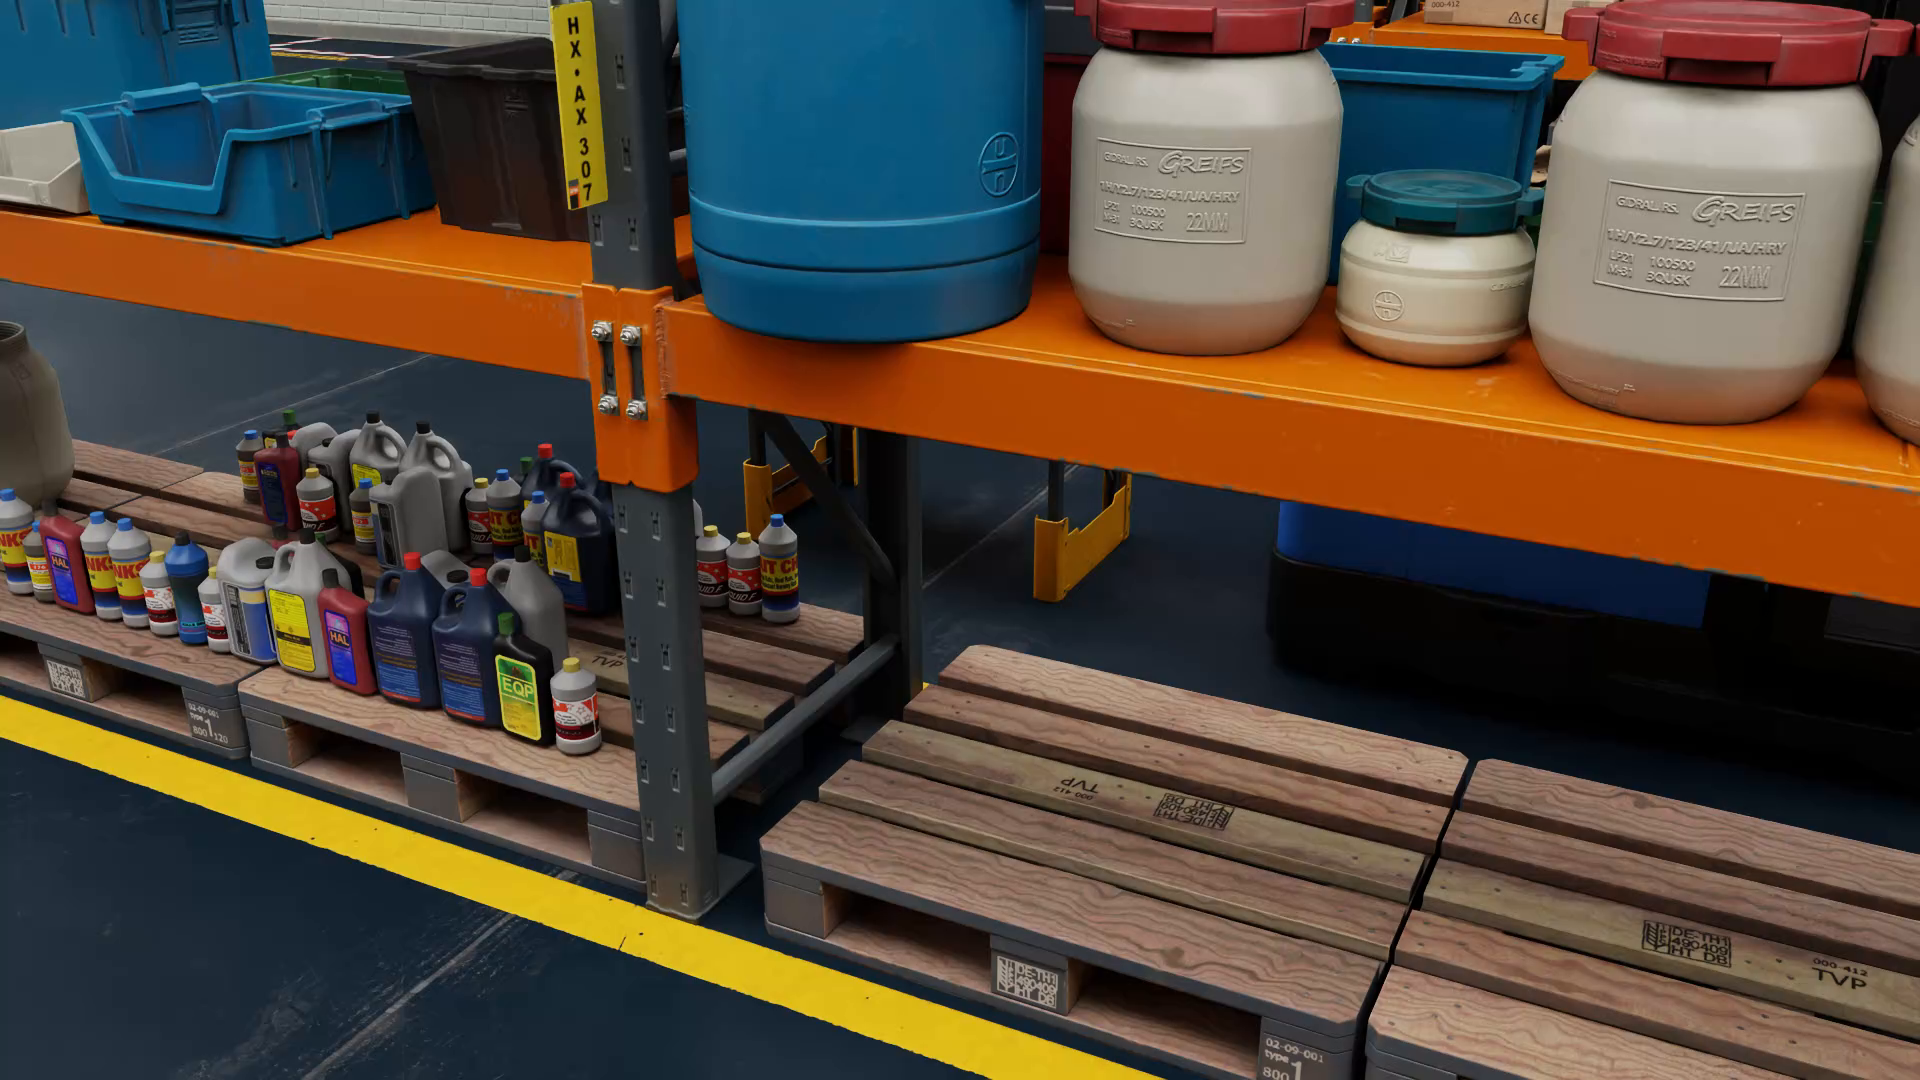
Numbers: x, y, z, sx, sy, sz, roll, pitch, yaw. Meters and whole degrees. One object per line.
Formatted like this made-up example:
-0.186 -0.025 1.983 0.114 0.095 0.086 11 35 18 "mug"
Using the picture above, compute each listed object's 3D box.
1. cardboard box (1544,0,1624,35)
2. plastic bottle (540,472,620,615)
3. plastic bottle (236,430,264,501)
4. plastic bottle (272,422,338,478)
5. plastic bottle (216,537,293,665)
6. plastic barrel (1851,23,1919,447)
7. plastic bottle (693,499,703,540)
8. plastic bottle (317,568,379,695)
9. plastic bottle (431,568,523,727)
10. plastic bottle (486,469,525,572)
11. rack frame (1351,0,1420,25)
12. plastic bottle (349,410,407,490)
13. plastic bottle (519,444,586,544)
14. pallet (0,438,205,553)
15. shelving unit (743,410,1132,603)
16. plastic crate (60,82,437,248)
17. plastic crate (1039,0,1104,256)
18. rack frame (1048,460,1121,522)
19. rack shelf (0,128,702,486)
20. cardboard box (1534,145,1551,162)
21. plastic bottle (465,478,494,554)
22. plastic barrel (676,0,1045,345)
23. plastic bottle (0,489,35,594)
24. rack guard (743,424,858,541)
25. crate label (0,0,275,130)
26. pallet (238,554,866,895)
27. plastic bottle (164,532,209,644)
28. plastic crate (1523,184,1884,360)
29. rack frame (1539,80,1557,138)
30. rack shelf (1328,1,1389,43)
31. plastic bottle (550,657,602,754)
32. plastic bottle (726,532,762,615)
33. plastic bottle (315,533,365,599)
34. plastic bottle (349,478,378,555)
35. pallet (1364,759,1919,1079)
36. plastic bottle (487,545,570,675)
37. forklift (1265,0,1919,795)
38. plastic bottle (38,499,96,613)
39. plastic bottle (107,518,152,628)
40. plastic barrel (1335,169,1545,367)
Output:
2.568 -2.164 6.826 0.250 0.149 0.380 11 25 25 "cardboard box"
-0.967 0.002 4.236 0.185 0.351 0.144 11 25 25 "plastic bottle"
-2.102 -0.228 4.966 0.097 0.201 0.097 0 23 0 "plastic bottle"
-1.889 -0.208 4.824 0.135 0.276 0.152 11 26 25 "plastic bottle"
-1.676 0.139 4.009 0.135 0.276 0.152 12 26 25 "plastic bottle"
1.427 -0.389 2.158 0.433 0.535 0.433 0 23 0 "plastic barrel"
-0.756 0.016 4.297 0.135 0.276 0.152 12 26 26 "plastic bottle"
-1.409 0.208 3.836 0.133 0.283 0.061 13 26 28 "plastic bottle"
-1.074 0.226 3.709 0.185 0.351 0.144 10 25 23 "plastic bottle"
-1.219 -0.059 4.479 0.097 0.271 0.097 0 23 0 "plastic bottle"
1.869 -2.507 7.313 0.127 3.000 1.000 11 25 25 "rack frame"
-1.616 -0.190 4.687 0.185 0.351 0.144 12 26 27 "plastic bottle"
-1.071 -0.082 4.433 0.185 0.351 0.144 10 25 22 "plastic bottle"
-3.127 -0.059 5.118 1.213 0.211 1.003 11 25 25 "pallet"
-0.068 -0.704 4.988 1.083 1.500 0.587 11 25 25 "shelving unit"
-1.479 -0.810 3.512 0.616 0.251 0.499 11 25 25 "plastic crate"
0.201 -0.829 3.284 0.583 0.464 0.402 11 25 25 "plastic crate"
0.378 -0.615 4.781 0.032 1.500 0.500 11 25 25 "rack frame"
-2.154 -0.800 4.218 4.000 0.370 1.077 11 25 25 "rack shelf"
2.827 -1.632 7.515 0.500 0.311 0.500 12 26 26 "cardboard box"
-1.313 -0.072 4.599 0.097 0.201 0.097 0 23 0 "plastic bottle"
-0.161 -0.835 2.739 0.708 0.901 0.600 11 25 25 "plastic barrel"
-2.461 -0.002 4.346 0.097 0.271 0.097 0 23 0 "plastic bottle"
-0.512 -0.216 5.440 0.087 0.250 0.587 11 25 25 "rack guard"
-2.174 -1.270 4.358 0.616 0.435 0.502 11 25 25 "crate label"
-0.950 0.372 4.105 1.213 0.211 1.003 11 25 25 "pallet"
-1.885 0.112 4.078 0.097 0.271 0.097 0 23 0 "plastic bottle"
1.313 -0.471 2.797 0.662 0.188 0.450 11 25 25 "plastic crate"
4.101 -4.238 11.382 0.127 3.000 1.000 11 25 25 "rack frame"
0.084 -2.529 8.284 4.000 0.370 1.077 11 25 25 "rack shelf"
-0.833 0.352 3.603 0.097 0.201 0.097 0 23 0 "plastic bottle"
-0.546 0.080 4.242 0.097 0.201 0.097 0 23 0 "plastic bottle"
-1.510 0.125 4.031 0.133 0.283 0.061 11 25 25 "plastic bottle"
-1.631 -0.071 4.599 0.097 0.201 0.097 0 23 0 "plastic bottle"
1.442 0.845 2.992 1.213 0.211 1.003 11 25 25 "pallet"
-1.009 0.175 3.828 0.185 0.351 0.144 11 25 25 "plastic bottle"
2.386 -0.957 3.755 3.031 2.935 1.130 10 25 22 "forklift"
-2.267 0.039 4.235 0.133 0.283 0.061 12 26 25 "plastic bottle"
-2.066 0.076 4.162 0.097 0.271 0.097 0 23 0 "plastic bottle"
0.743 -0.427 2.598 0.301 0.262 0.301 0 23 0 "plastic barrel"
